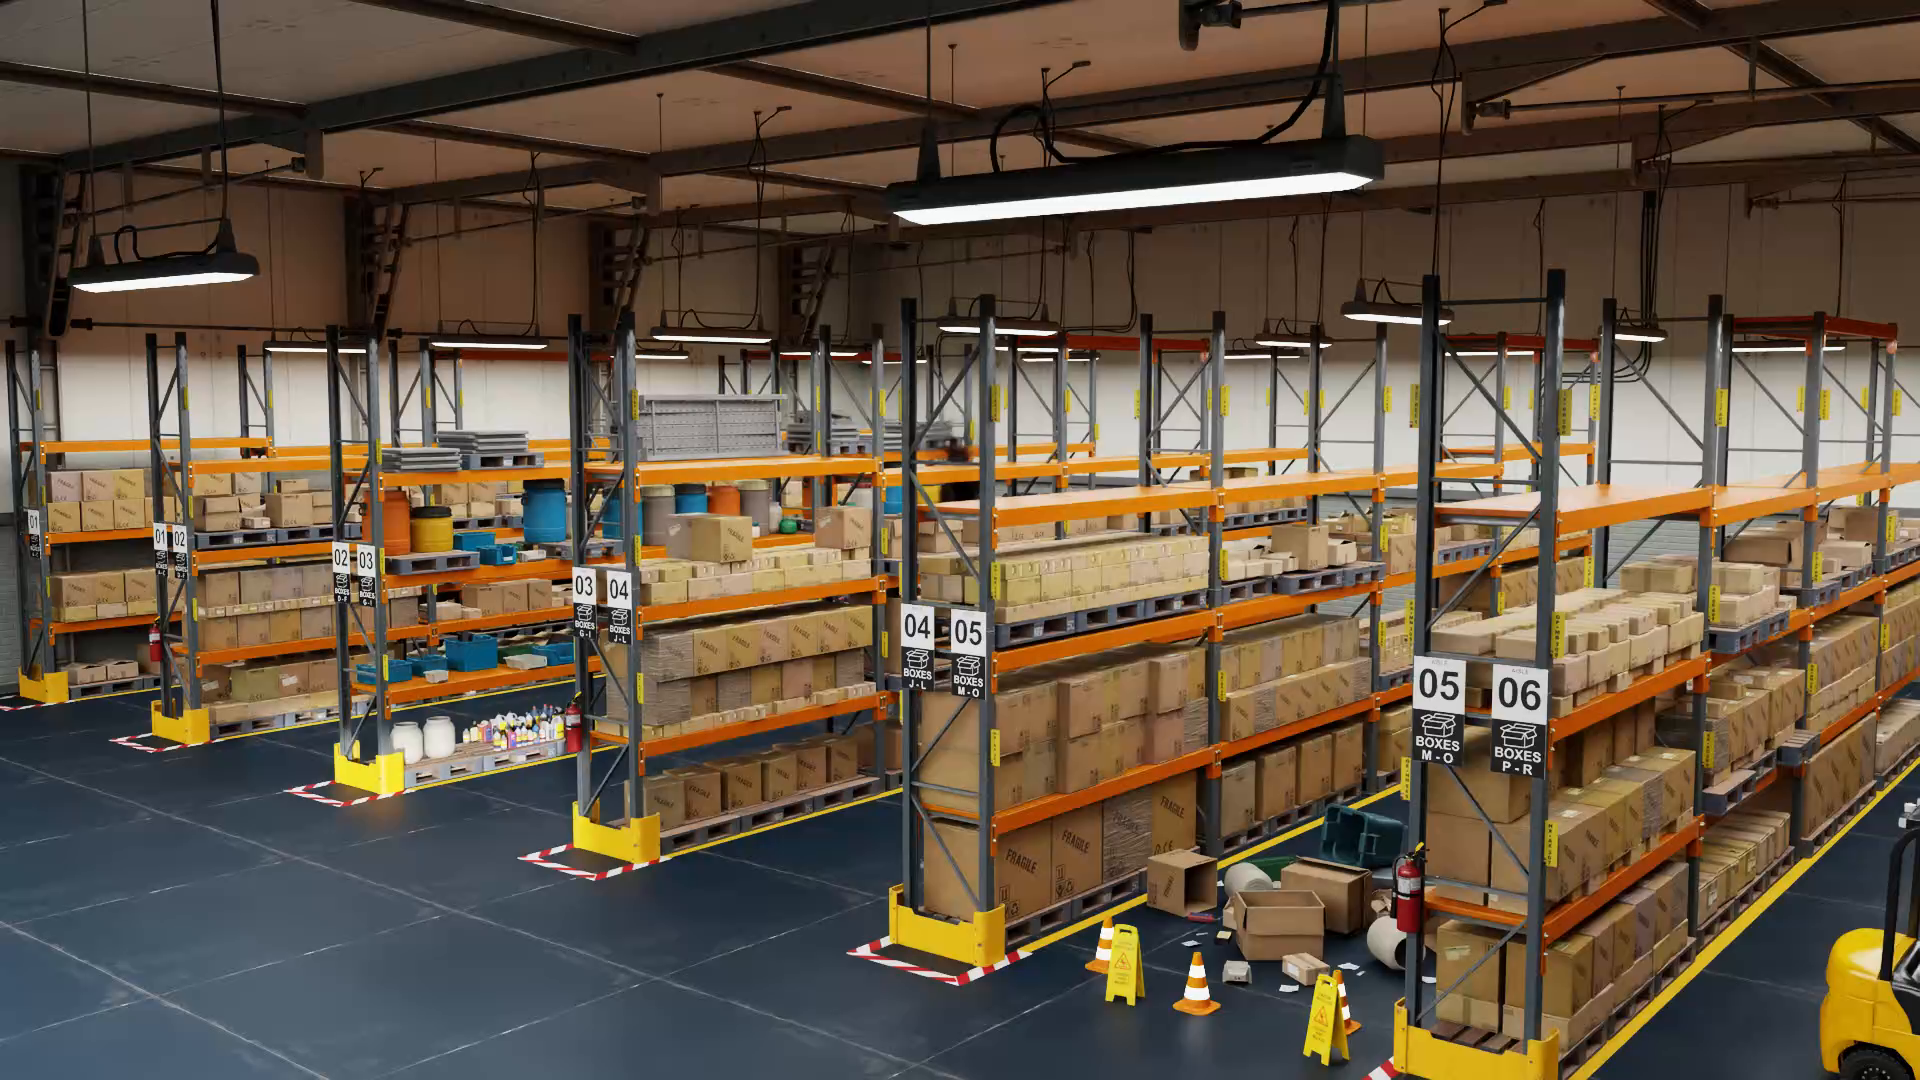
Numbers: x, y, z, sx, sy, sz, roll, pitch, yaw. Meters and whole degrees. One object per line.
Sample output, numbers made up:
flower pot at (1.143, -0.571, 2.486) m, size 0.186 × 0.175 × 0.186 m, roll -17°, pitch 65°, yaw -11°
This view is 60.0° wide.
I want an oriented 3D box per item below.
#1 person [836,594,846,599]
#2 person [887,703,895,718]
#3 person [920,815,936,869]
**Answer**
person at (-2.191, 1.319, 32.806) m, size 0.702 × 1.765 × 0.971 m, roll 2°, pitch 6°, yaw 23°
person at (-0.914, 1.976, 26.190) m, size 0.584 × 1.754 × 0.775 m, roll 4°, pitch 6°, yaw 34°
person at (-0.081, 2.687, 18.161) m, size 0.610 × 1.675 × 0.915 m, roll 4°, pitch 7°, yaw 39°
